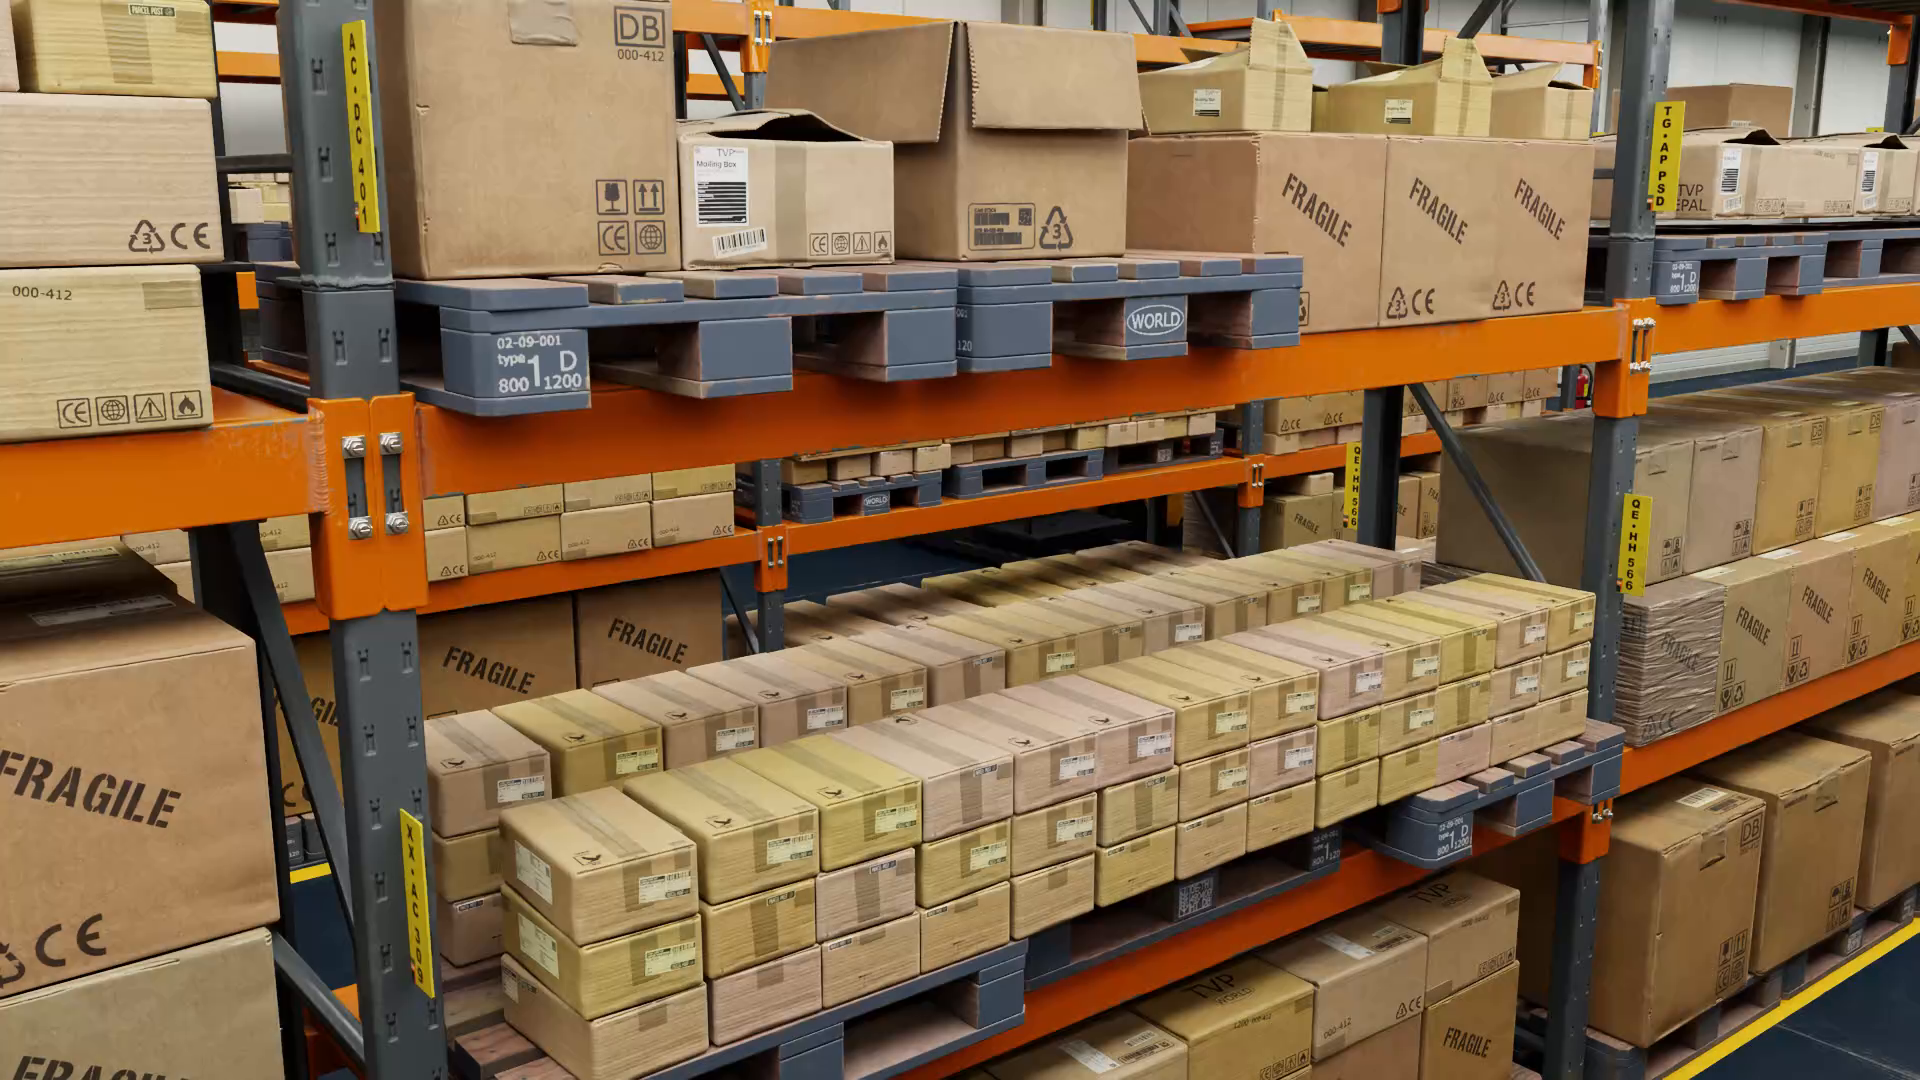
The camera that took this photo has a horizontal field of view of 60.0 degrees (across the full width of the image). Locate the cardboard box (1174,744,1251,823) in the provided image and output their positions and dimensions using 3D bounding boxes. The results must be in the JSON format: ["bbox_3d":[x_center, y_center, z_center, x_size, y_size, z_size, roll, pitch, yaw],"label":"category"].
[{"bbox_3d":[0.512,0.569,4.228,0.250,0.149,0.380,-10,15,-39],"label":"cardboard box"}]

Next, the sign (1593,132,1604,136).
[{"bbox_3d":[5.227,-3.178,13.642,0.005,0.325,0.100,-9,15,-38],"label":"sign"}]

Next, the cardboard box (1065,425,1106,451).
[{"bbox_3d":[0.738,-0.692,10.882,0.250,0.149,0.380,-9,15,-38],"label":"cardboard box"}]

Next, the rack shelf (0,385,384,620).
[{"bbox_3d":[-2.865,0.121,1.971,4.000,0.370,1.077,-9,15,-38],"label":"rack shelf"}]

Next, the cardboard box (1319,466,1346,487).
[{"bbox_3d":[2.937,-0.502,12.635,0.250,0.149,0.380,-9,15,-35],"label":"cardboard box"}]

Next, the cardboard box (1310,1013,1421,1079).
[{"bbox_3d":[1.062,1.669,5.174,0.500,0.500,0.500,-9,15,-35],"label":"cardboard box"}]

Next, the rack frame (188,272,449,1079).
[{"bbox_3d":[-1.303,0.977,3.430,0.127,3.000,1.000,-9,15,-38],"label":"rack frame"}]

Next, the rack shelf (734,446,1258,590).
[{"bbox_3d":[0.211,-0.240,10.890,4.000,0.370,1.077,-9,15,-38],"label":"rack shelf"}]

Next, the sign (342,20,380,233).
[{"bbox_3d":[-0.958,-0.657,2.655,0.005,0.325,0.100,-9,15,-38],"label":"sign"}]

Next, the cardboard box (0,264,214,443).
[{"bbox_3d":[-1.517,-0.310,2.627,0.500,0.250,0.500,-9,15,-36],"label":"cardboard box"}]

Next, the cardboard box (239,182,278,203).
[{"bbox_3d":[-5.183,-2.541,12.175,0.250,0.149,0.380,-9,15,-38],"label":"cardboard box"}]

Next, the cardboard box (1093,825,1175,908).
[{"bbox_3d":[0.308,0.747,4.104,0.250,0.149,0.380,-10,15,-39],"label":"cardboard box"}]

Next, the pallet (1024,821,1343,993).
[{"bbox_3d":[0.300,0.815,4.653,1.213,0.211,1.003,-9,15,-38],"label":"pallet"}]

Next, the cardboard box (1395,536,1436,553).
[{"bbox_3d":[2.908,0.286,10.877,0.500,0.500,0.500,-9,15,-38],"label":"cardboard box"}]

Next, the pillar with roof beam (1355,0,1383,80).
[{"bbox_3d":[8.060,-5.246,18.289,0.400,9.000,9.100,-9,15,-38],"label":"pillar with roof beam"}]

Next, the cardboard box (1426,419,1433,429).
[{"bbox_3d":[3.532,-0.969,13.197,0.250,0.149,0.380,-9,15,-38],"label":"cardboard box"}]

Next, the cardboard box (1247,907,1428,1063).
[{"bbox_3d":[1.063,1.307,5.077,0.500,0.250,0.500,-9,15,-37],"label":"cardboard box"}]

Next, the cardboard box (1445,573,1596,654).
[{"bbox_3d":[1.724,0.222,5.145,0.250,0.149,0.380,-10,16,-40],"label":"cardboard box"}]

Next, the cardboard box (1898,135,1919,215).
[{"bbox_3d":[3.713,-1.476,6.723,0.500,0.311,0.500,-10,16,-40],"label":"cardboard box"}]

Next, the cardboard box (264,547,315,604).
[{"bbox_3d":[-3.152,0.115,7.850,0.500,0.250,0.500,-10,15,-38],"label":"cardboard box"}]

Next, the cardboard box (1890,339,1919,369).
[{"bbox_3d":[5.254,-0.705,8.390,0.550,0.550,0.875,-9,15,-38],"label":"cardboard box"}]

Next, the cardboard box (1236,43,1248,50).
[{"bbox_3d":[0.755,-1.319,4.935,0.258,0.266,0.396,-9,15,-38],"label":"cardboard box"}]

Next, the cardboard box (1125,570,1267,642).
[{"bbox_3d":[0.729,0.213,5.186,0.250,0.149,0.380,-10,16,-40],"label":"cardboard box"}]

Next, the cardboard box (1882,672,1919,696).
[{"bbox_3d":[4.516,0.929,8.060,0.750,0.750,1.050,-10,15,-38],"label":"cardboard box"}]

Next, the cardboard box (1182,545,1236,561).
[{"bbox_3d":[2.067,0.168,12.846,0.500,0.250,0.500,-9,15,-35],"label":"cardboard box"}]

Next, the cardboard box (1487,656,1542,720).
[{"bbox_3d":[1.512,0.402,5.011,0.250,0.149,0.380,-9,15,-36],"label":"cardboard box"}]

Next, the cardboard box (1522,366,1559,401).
[{"bbox_3d":[4.645,-1.450,13.898,0.500,0.500,0.500,-10,15,-39],"label":"cardboard box"}]

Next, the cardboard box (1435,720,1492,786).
[{"bbox_3d":[1.327,0.579,4.896,0.250,0.149,0.380,-9,15,-37],"label":"cardboard box"}]

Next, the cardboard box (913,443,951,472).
[{"bbox_3d":[-0.269,-0.518,10.064,0.250,0.149,0.380,-9,15,-37],"label":"cardboard box"}]

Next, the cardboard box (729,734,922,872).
[{"bbox_3d":[-0.292,0.556,3.569,0.250,0.149,0.380,-9,15,-37],"label":"cardboard box"}]

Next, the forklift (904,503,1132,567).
[{"bbox_3d":[0.765,-1.244,14.052,1.130,2.935,3.031,-10,16,-39],"label":"forklift"}]

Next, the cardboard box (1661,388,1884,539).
[{"bbox_3d":[3.370,-0.336,6.964,0.500,0.500,0.700,-10,15,-38],"label":"cardboard box"}]

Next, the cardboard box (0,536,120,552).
[{"bbox_3d":[-3.954,0.004,7.166,0.500,0.250,0.500,-10,16,-39],"label":"cardboard box"}]

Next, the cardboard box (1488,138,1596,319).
[{"bbox_3d":[1.533,-0.943,5.009,0.500,0.500,0.500,-9,15,-38],"label":"cardboard box"}]

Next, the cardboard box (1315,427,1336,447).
[{"bbox_3d":[2.572,-0.798,12.391,0.250,0.149,0.380,-10,15,-38],"label":"cardboard box"}]

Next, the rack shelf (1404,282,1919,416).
[{"bbox_3d":[3.382,-0.917,6.859,4.000,0.370,1.077,-9,15,-38],"label":"rack shelf"}]

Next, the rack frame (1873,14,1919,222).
[{"bbox_3d":[4.944,-2.996,7.695,0.127,3.000,1.000,-9,15,-38],"label":"rack frame"}]

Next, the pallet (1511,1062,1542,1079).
[{"bbox_3d":[1.210,1.923,5.687,1.213,0.211,1.003,-9,15,-38],"label":"pallet"}]

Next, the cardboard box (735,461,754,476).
[{"bbox_3d":[-1.242,-0.495,9.956,0.250,0.149,0.380,-9,15,-36],"label":"cardboard box"}]

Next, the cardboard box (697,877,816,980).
[{"bbox_3d":[-0.507,0.738,3.430,0.250,0.149,0.380,-10,15,-39],"label":"cardboard box"}]

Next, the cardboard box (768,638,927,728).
[{"bbox_3d":[-0.300,0.386,4.374,0.250,0.149,0.380,-10,16,-39],"label":"cardboard box"}]

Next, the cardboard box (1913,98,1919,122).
[{"bbox_3d":[5.031,-2.150,8.363,0.250,0.149,0.380,-10,15,-38],"label":"cardboard box"}]

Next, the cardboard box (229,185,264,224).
[{"bbox_3d":[-3.267,-1.479,7.324,0.250,0.166,0.380,-11,16,-41],"label":"cardboard box"}]

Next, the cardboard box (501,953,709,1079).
[{"bbox_3d":[-0.708,0.917,3.301,0.250,0.149,0.380,-10,16,-40],"label":"cardboard box"}]

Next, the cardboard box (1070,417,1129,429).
[{"bbox_3d":[0.762,-1.023,10.880,0.500,0.500,0.500,-9,15,-36],"label":"cardboard box"}]

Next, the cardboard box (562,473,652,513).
[{"bbox_3d":[-1.968,-0.332,8.751,0.500,0.250,0.500,-10,16,-39],"label":"cardboard box"}]

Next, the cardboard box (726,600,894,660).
[{"bbox_3d":[-0.903,0.676,10.160,0.625,0.372,0.950,-11,16,-41],"label":"cardboard box"}]

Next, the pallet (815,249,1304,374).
[{"bbox_3d":[0.054,-0.597,4.070,1.003,0.211,1.213,-9,15,-38],"label":"pallet"}]

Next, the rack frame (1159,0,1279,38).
[{"bbox_3d":[1.773,-3.786,11.414,0.127,3.000,1.000,-9,15,-38],"label":"rack frame"}]

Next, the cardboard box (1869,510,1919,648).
[{"bbox_3d":[3.914,0.132,7.167,0.500,0.500,0.500,-9,15,-37],"label":"cardboard box"}]

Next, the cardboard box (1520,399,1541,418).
[{"bbox_3d":[4.609,-1.113,13.876,0.250,0.149,0.380,-10,15,-38],"label":"cardboard box"}]

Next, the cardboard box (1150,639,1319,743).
[{"bbox_3d":[0.713,0.389,4.356,0.250,0.149,0.380,-9,15,-35],"label":"cardboard box"}]

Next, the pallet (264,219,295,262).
[{"bbox_3d":[-2.692,-1.469,8.182,1.213,0.211,1.003,-9,15,-35],"label":"pallet"}]

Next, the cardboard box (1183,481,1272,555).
[{"bbox_3d":[2.067,-0.199,12.768,0.500,0.500,0.500,-10,15,-38],"label":"cardboard box"}]

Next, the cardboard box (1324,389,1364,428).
[{"bbox_3d":[2.668,-1.127,12.377,0.500,0.500,0.500,-10,15,-38],"label":"cardboard box"}]
